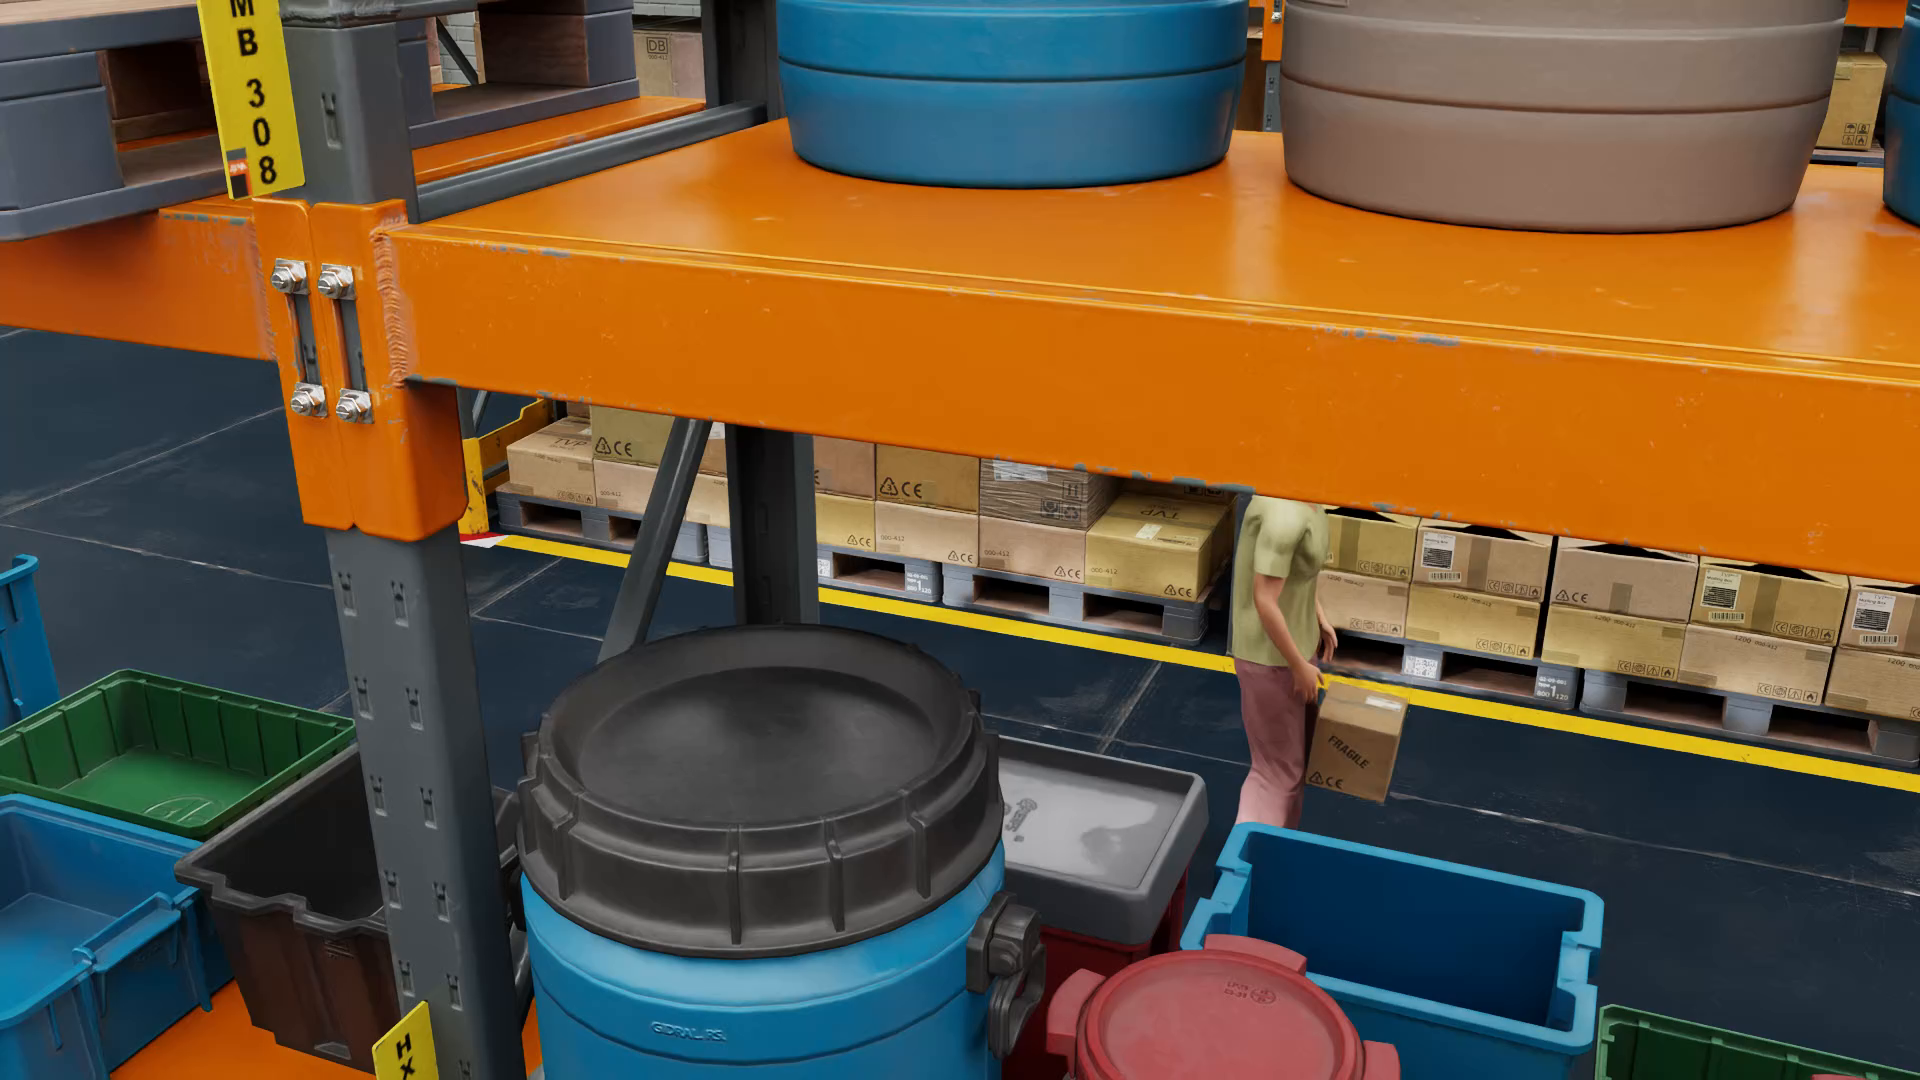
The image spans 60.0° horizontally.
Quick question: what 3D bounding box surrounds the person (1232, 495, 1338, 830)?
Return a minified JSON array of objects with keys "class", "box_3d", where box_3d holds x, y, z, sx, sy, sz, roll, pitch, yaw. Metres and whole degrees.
[{"class":"person","box_3d":[1.033,0.354,5.233,0.362,1.676,0.480,8,24,19]}]
